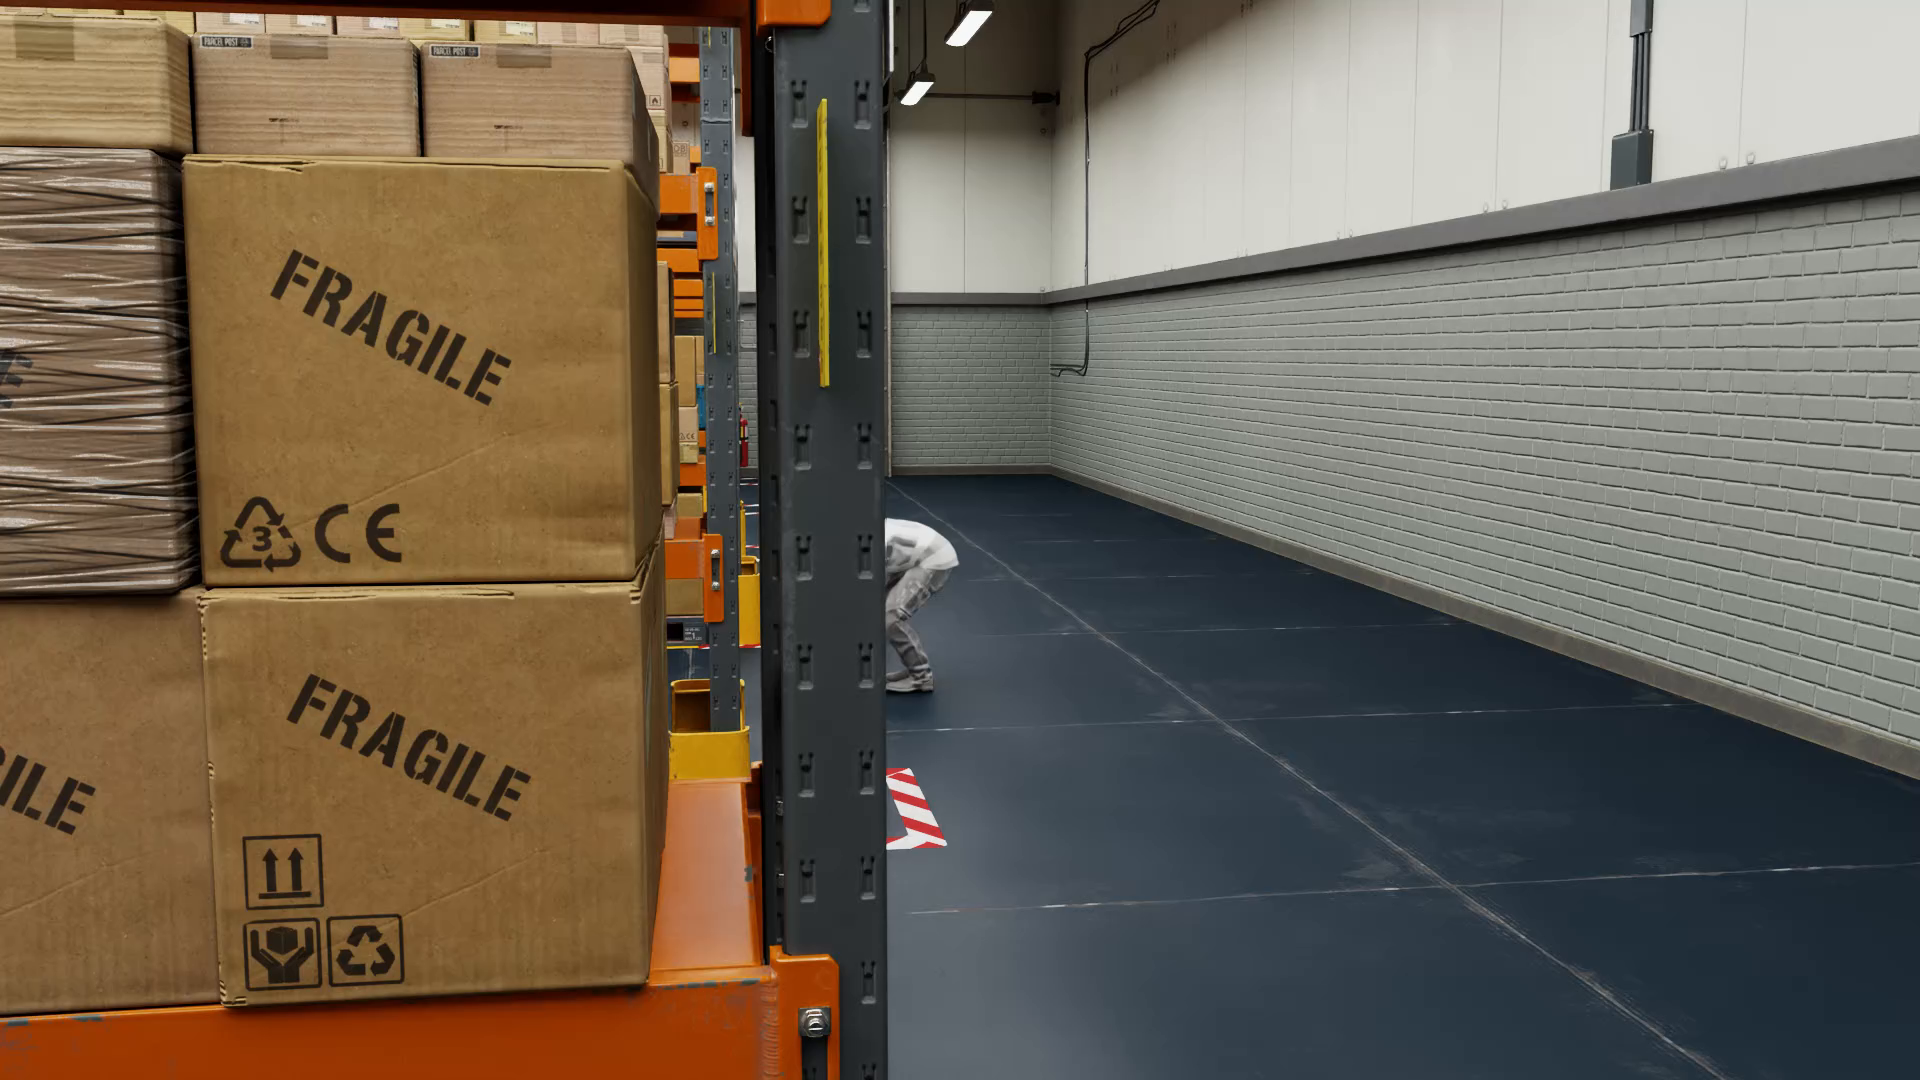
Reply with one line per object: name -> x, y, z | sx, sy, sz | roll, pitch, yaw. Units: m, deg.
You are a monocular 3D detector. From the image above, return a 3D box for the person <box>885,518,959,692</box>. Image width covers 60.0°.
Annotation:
person -> -0.502, 0.389, 10.286 | 0.978, 1.083, 0.521 | -1, 7, -12
